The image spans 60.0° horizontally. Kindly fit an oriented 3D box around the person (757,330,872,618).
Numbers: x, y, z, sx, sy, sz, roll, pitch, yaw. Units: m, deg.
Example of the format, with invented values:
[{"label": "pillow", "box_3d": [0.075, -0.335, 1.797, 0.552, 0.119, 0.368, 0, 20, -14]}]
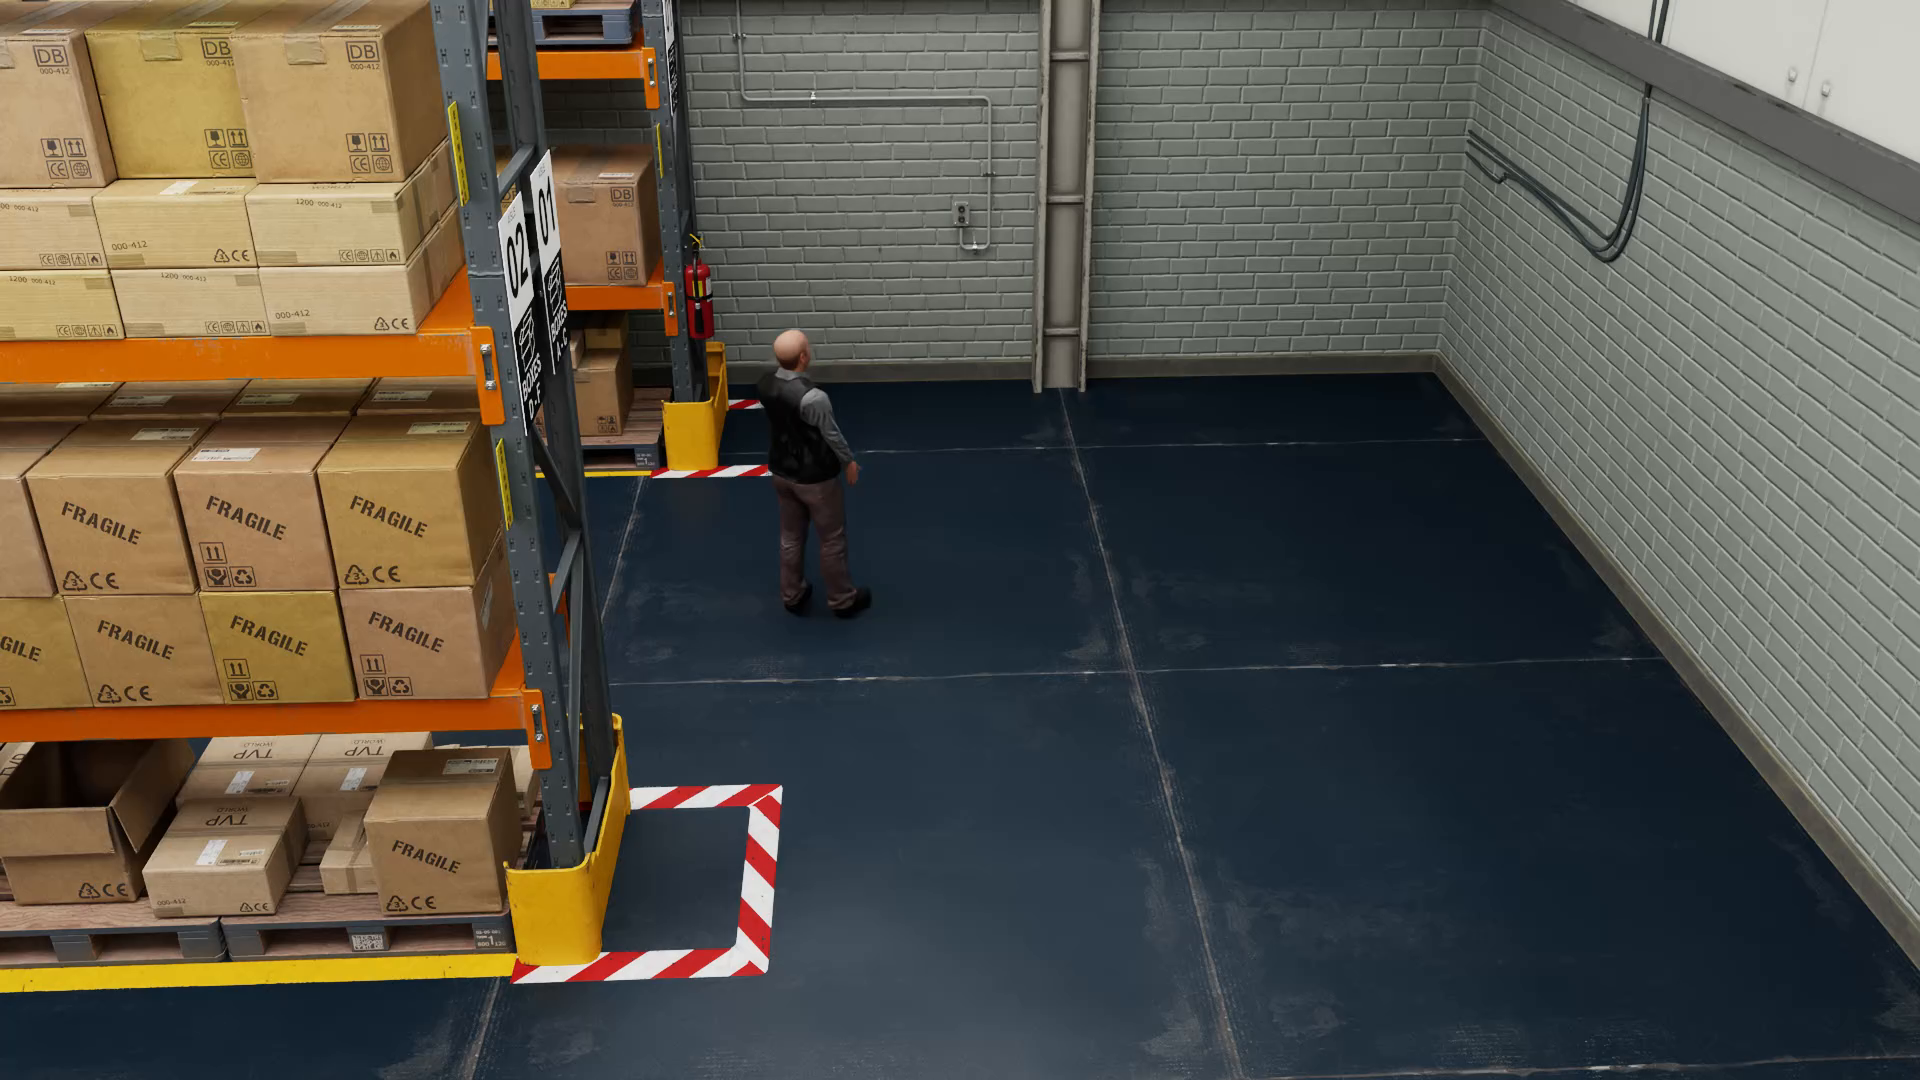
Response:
[{"label": "person", "box_3d": [-0.818, -0.388, 9.363, 0.534, 1.728, 0.516, 23, 35, 37]}]
